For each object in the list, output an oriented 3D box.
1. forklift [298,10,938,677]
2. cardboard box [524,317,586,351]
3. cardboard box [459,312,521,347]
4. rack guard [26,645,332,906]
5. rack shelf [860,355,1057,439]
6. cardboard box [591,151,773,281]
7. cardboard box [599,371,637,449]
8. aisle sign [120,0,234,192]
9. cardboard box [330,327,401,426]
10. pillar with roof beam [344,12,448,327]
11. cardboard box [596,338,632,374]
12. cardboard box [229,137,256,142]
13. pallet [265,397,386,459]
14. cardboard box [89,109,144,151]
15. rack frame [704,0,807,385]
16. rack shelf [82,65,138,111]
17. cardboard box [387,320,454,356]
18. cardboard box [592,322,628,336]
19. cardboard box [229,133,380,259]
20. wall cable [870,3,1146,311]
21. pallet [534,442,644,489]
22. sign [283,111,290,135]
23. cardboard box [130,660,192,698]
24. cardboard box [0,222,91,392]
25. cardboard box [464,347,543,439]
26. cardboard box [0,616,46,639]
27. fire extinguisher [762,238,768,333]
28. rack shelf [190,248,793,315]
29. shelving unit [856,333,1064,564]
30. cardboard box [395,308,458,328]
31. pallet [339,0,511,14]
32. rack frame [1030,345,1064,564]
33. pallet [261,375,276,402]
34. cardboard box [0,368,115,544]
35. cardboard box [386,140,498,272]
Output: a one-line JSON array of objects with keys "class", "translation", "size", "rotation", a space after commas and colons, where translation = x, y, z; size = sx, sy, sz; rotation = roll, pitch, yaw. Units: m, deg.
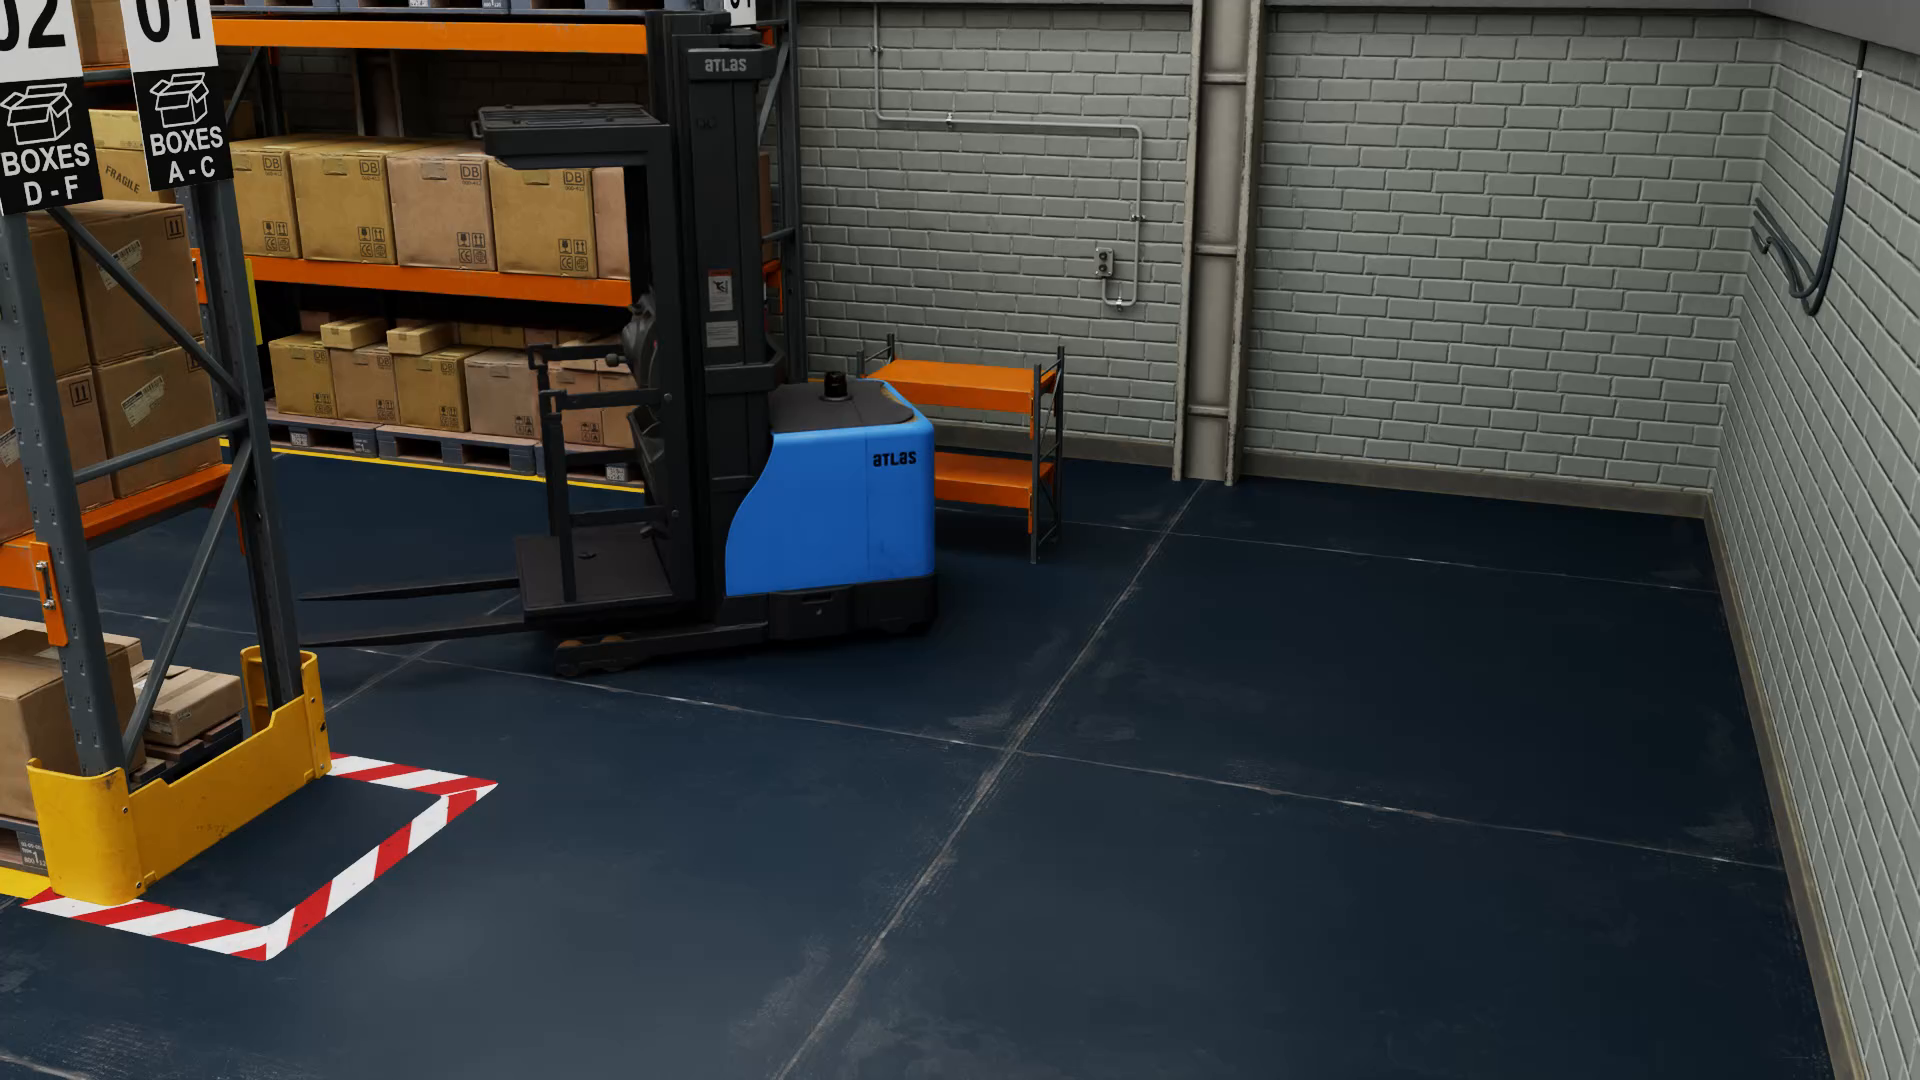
[{"class": "forklift", "translation": [-1.685, -0.942, 7.825], "size": [3.031, 2.935, 1.130], "rotation": [-6, 20, -16]}, {"class": "cardboard box", "translation": [-2.702, -1.377, 11.144], "size": [0.250, 0.149, 0.380], "rotation": [7, 20, 19]}, {"class": "cardboard box", "translation": [-3.183, -1.432, 11.302], "size": [0.250, 0.149, 0.380], "rotation": [6, 20, 17]}, {"class": "rack guard", "translation": [-2.930, 0.862, 6.344], "size": [0.348, 0.500, 1.175], "rotation": [7, 20, 18]}, {"class": "rack shelf", "translation": [0.006, -0.807, 9.293], "size": [1.000, 0.278, 0.538], "rotation": [7, 20, 18]}, {"class": "cardboard box", "translation": [-1.721, -2.044, 10.428], "size": [0.700, 0.700, 0.980], "rotation": [7, 21, 21]}, {"class": "cardboard box", "translation": [-1.930, -0.913, 10.799], "size": [0.500, 0.500, 0.700], "rotation": [7, 20, 18]}, {"class": "aisle sign", "translation": [-2.697, -1.622, 5.722], "size": [0.004, 0.787, 0.394], "rotation": [7, 20, 18]}, {"class": "cardboard box", "translation": [-3.868, -1.133, 11.429], "size": [0.500, 0.500, 0.700], "rotation": [6, 20, 18]}, {"class": "pillar with roof beam", "translation": [-5.482, -3.971, 7.295], "size": [0.400, 9.000, 9.100], "rotation": [7, 20, 18]}, {"class": "cardboard box", "translation": [-2.111, -1.177, 10.569], "size": [0.250, 0.149, 0.380], "rotation": [6, 20, 17]}, {"class": "cardboard box", "translation": [-5.366, -2.608, 11.867], "size": [0.500, 0.500, 0.500], "rotation": [6, 20, 16]}, {"class": "pallet", "translation": [-4.322, -0.860, 11.722], "size": [1.213, 0.211, 1.003], "rotation": [7, 20, 18]}, {"class": "cardboard box", "translation": [-5.539, -2.805, 11.293], "size": [0.500, 0.250, 0.500], "rotation": [7, 20, 19]}, {"class": "rack frame", "translation": [-1.236, -1.851, 10.329], "size": [0.127, 3.000, 1.000], "rotation": [7, 20, 18]}, {"class": "rack shelf", "translation": [-4.747, -1.603, 6.153], "size": [4.000, 0.370, 1.077], "rotation": [7, 20, 18]}, {"class": "cardboard box", "translation": [-3.585, -1.344, 11.050], "size": [0.250, 0.149, 0.380], "rotation": [6, 20, 17]}, {"class": "cardboard box", "translation": [-2.225, -1.323, 10.988], "size": [0.250, 0.149, 0.380], "rotation": [7, 20, 18]}, {"class": "cardboard box", "translation": [-4.507, -2.361, 11.336], "size": [0.700, 0.700, 0.980], "rotation": [7, 20, 19]}, {"class": "wall cable", "translation": [0.284, -2.486, 10.608], "size": [1.851, 1.984, 0.084], "rotation": [7, 20, 18]}, {"class": "pallet", "translation": [-2.017, -0.596, 10.966], "size": [1.213, 0.211, 1.003], "rotation": [7, 20, 18]}, {"class": "sign", "translation": [-4.834, -2.902, 11.908], "size": [0.005, 0.325, 0.100], "rotation": [7, 20, 18]}, {"class": "cardboard box", "translation": [-3.377, 0.641, 6.817], "size": [0.250, 0.166, 0.380], "rotation": [7, 20, 18]}, {"class": "cardboard box", "translation": [-3.369, -0.792, 5.620], "size": [0.500, 0.500, 0.500], "rotation": [6, 20, 18]}, {"class": "cardboard box", "translation": [-2.878, -1.021, 11.109], "size": [0.500, 0.500, 0.700], "rotation": [6, 20, 16]}, {"class": "cardboard box", "translation": [-4.223, 0.526, 7.020], "size": [0.500, 0.250, 0.500], "rotation": [7, 20, 18]}, {"class": "fire extinguisher", "translation": [-1.245, -1.478, 9.944], "size": [0.183, 0.674, 0.296], "rotation": [7, 20, 18]}, {"class": "rack shelf", "translation": [-3.125, -1.727, 11.067], "size": [4.000, 0.370, 1.077], "rotation": [7, 20, 18]}, {"class": "shelving unit", "translation": [0.006, -0.530, 9.389], "size": [1.048, 1.125, 0.538], "rotation": [7, 20, 18]}, {"class": "cardboard box", "translation": [-3.666, -1.487, 11.460], "size": [0.250, 0.149, 0.380], "rotation": [6, 20, 16]}, {"class": "pallet", "translation": [-3.096, -3.433, 10.446], "size": [1.213, 0.211, 1.003], "rotation": [7, 20, 18]}, {"class": "rack frame", "translation": [0.487, -0.476, 9.231], "size": [0.032, 1.125, 0.500], "rotation": [7, 20, 18]}, {"class": "pallet", "translation": [-5.768, -1.026, 12.199], "size": [1.213, 0.211, 1.003], "rotation": [7, 20, 18]}, {"class": "cardboard box", "translation": [-3.370, -0.321, 5.788], "size": [0.500, 0.500, 0.500], "rotation": [7, 20, 20]}, {"class": "cardboard box", "translation": [-3.129, -2.205, 10.888], "size": [0.700, 0.700, 0.980], "rotation": [6, 20, 15]}]
